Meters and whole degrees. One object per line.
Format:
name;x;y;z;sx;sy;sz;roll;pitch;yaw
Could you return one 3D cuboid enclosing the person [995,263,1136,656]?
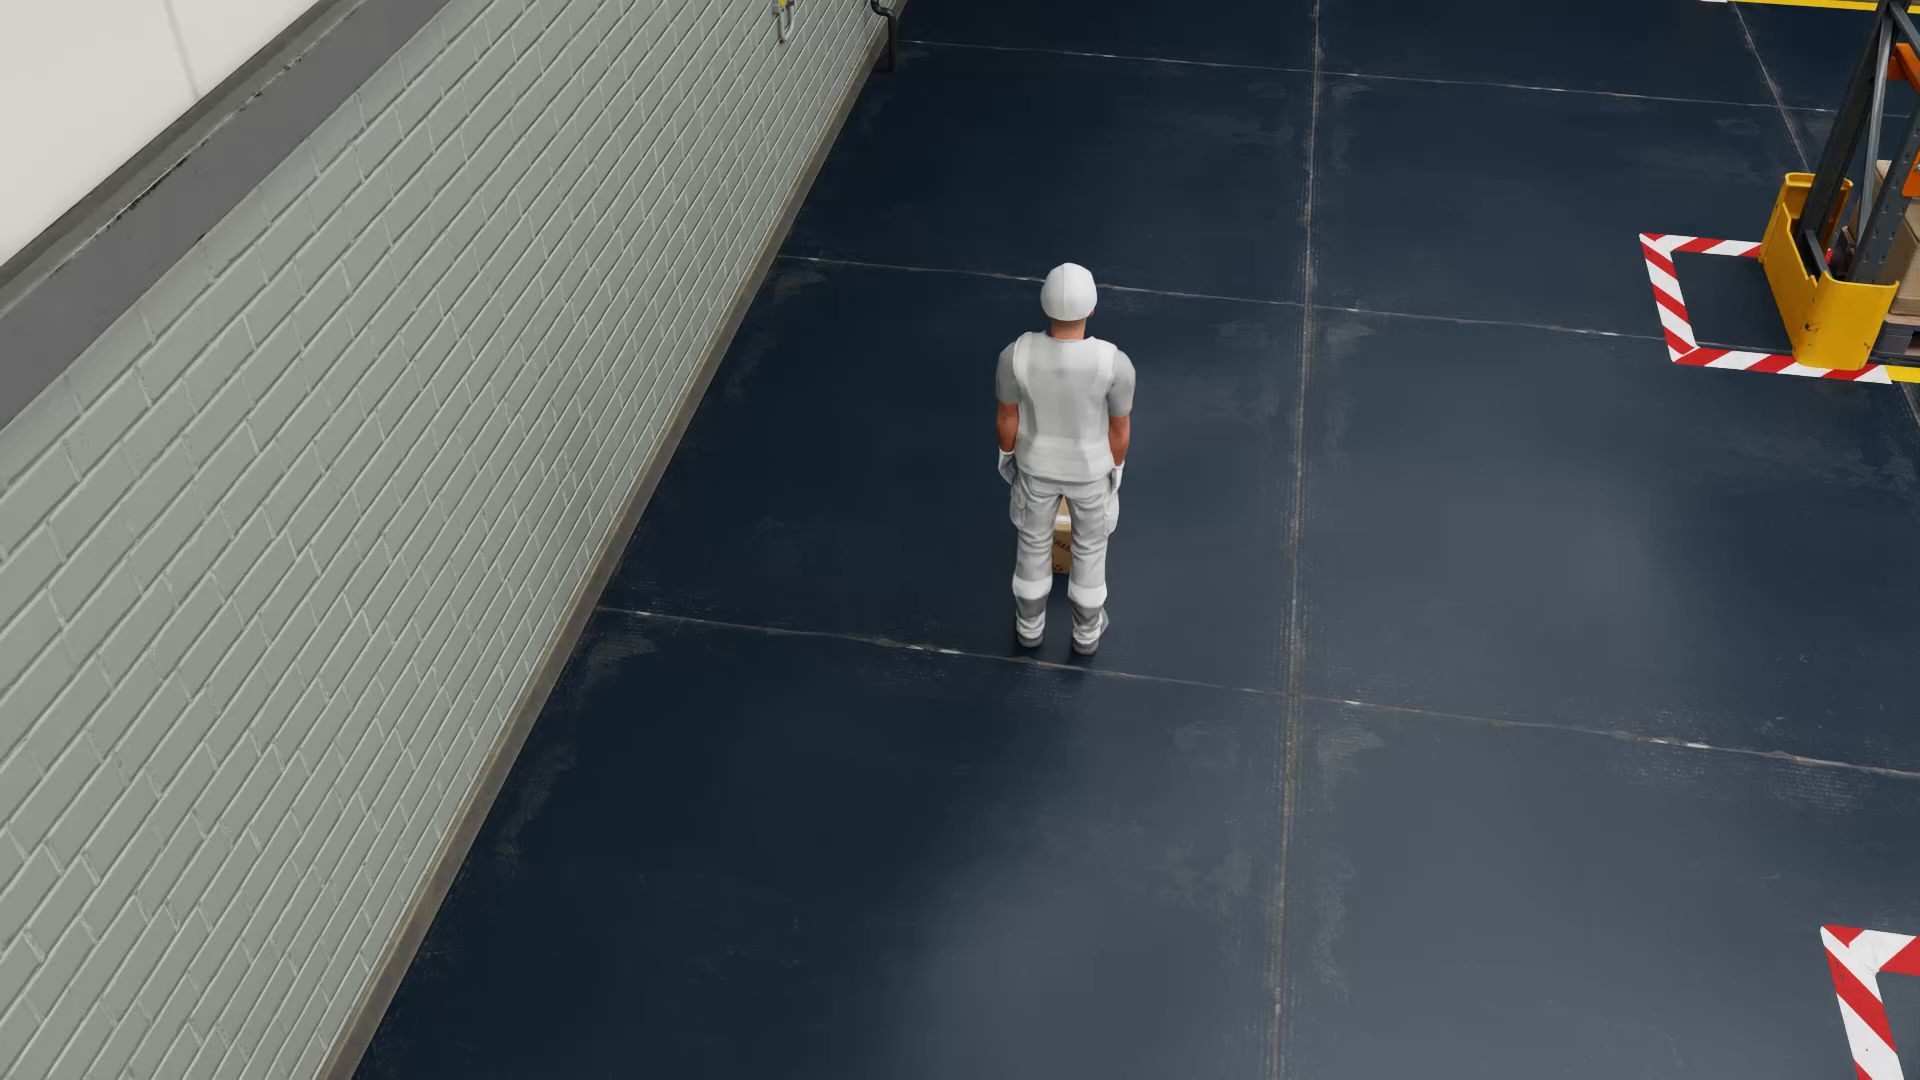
person;0.399;-0.300;6.493;0.524;1.788;0.334;7;41;9
